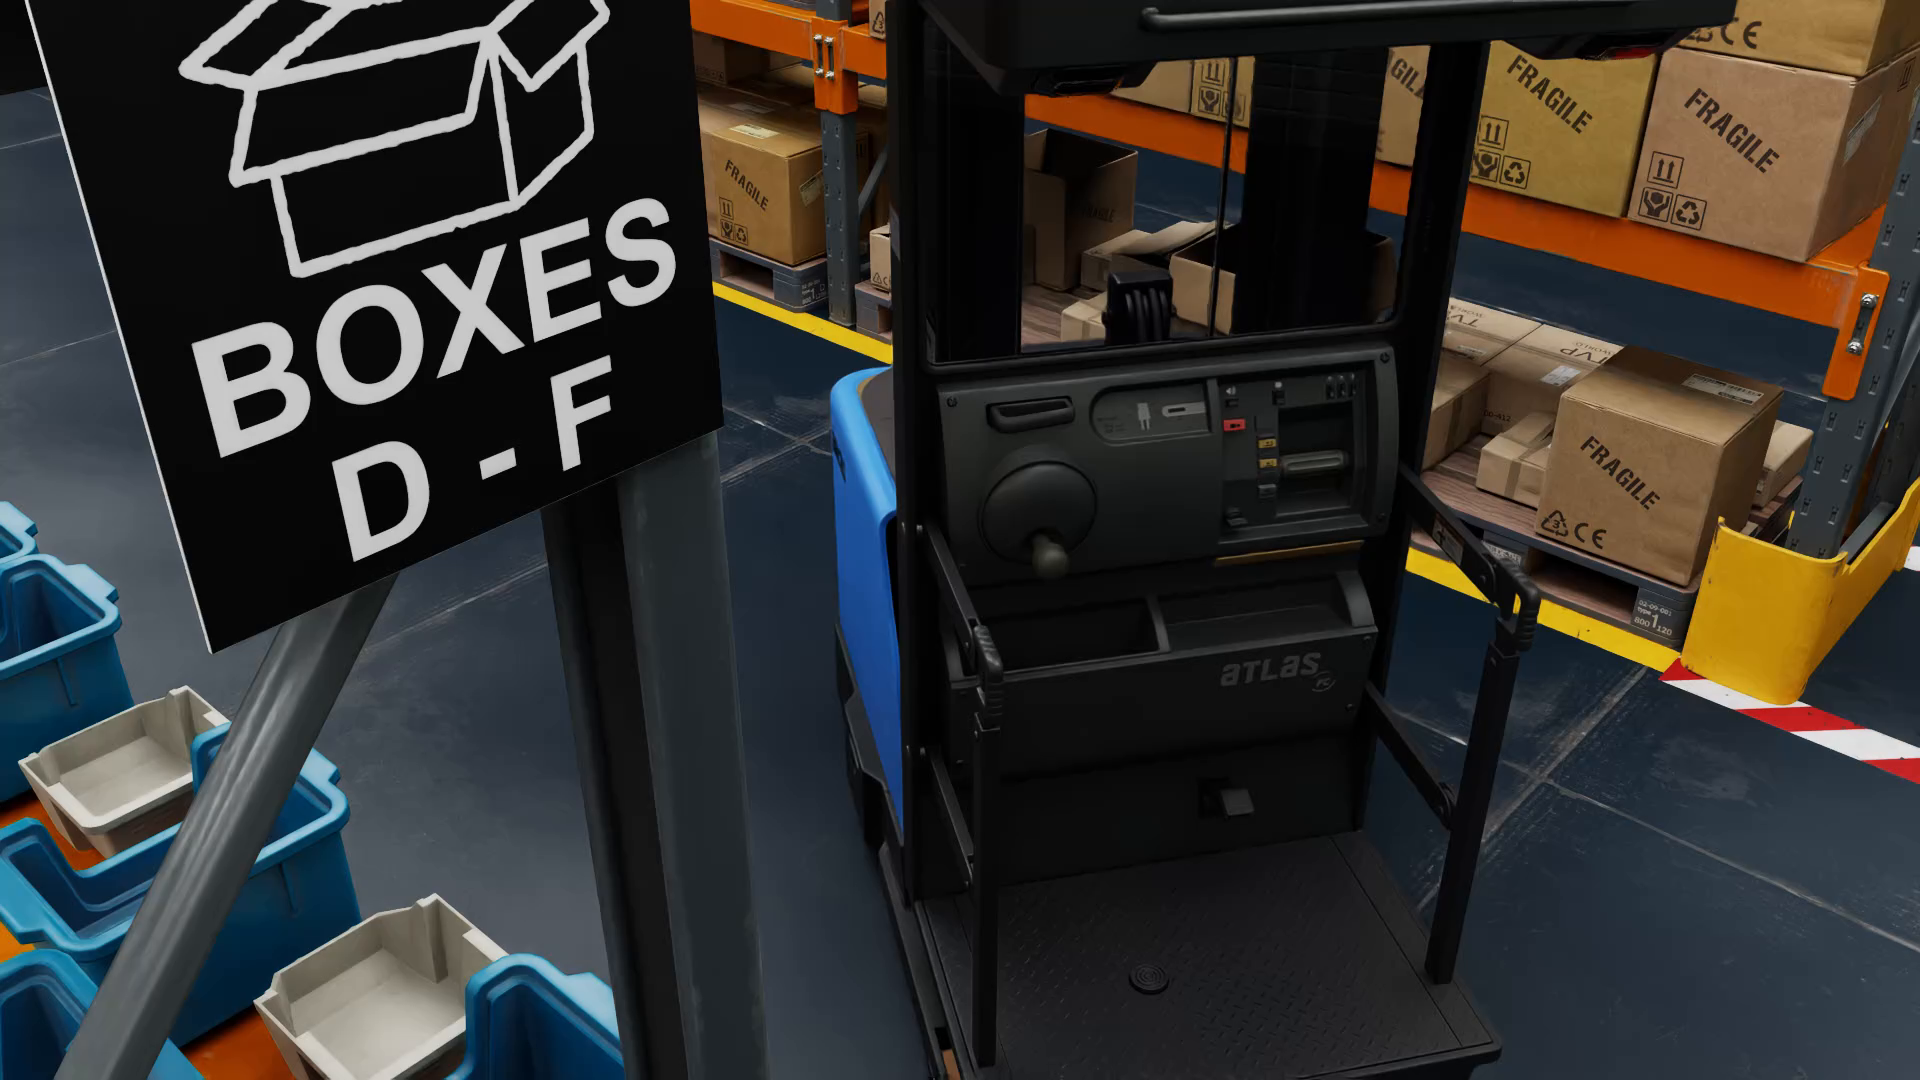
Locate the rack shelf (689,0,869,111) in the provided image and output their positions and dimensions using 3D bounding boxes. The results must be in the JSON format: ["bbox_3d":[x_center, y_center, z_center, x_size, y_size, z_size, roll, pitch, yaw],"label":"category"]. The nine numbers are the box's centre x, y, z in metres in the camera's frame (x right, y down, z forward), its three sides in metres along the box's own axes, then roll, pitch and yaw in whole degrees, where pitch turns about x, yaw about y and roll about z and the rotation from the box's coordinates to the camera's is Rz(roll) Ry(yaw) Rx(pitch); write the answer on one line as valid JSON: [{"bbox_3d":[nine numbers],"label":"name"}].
[{"bbox_3d":[-1.681,-2.805,8.198,4.000,0.370,1.077,25,39,35],"label":"rack shelf"}]

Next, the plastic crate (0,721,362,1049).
[{"bbox_3d":[-1.010,0.463,2.176,0.300,0.233,0.416,25,39,35],"label":"plastic crate"}]

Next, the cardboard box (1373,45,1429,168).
[{"bbox_3d":[1.499,-1.483,5.209,0.500,0.500,0.500,25,39,35],"label":"cardboard box"}]

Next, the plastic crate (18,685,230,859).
[{"bbox_3d":[-1.207,0.355,2.450,0.298,0.136,0.250,25,39,35],"label":"plastic crate"}]

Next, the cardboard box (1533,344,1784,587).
[{"bbox_3d":[2.199,-0.248,5.251,0.500,0.500,0.500,25,39,35],"label":"cardboard box"}]

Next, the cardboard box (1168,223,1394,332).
[{"bbox_3d":[1.198,-0.892,6.317,0.637,0.503,0.797,25,39,35],"label":"cardboard box"}]

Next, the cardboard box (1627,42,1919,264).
[{"bbox_3d":[2.252,-1.130,4.622,0.500,0.500,0.500,26,40,36],"label":"cardboard box"}]

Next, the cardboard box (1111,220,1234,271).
[{"bbox_3d":[0.970,-1.109,6.865,0.500,0.311,0.500,25,39,35],"label":"cardboard box"}]

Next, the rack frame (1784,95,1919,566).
[{"bbox_3d":[2.767,-1.037,4.564,0.127,3.000,1.000,25,39,35],"label":"rack frame"}]

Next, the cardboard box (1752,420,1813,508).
[{"bbox_3d":[2.687,-0.280,5.644,0.250,0.149,0.380,25,39,35],"label":"cardboard box"}]

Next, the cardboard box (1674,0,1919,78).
[{"bbox_3d":[2.253,-1.557,4.361,0.500,0.500,0.500,25,39,35],"label":"cardboard box"}]

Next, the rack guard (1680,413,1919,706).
[{"bbox_3d":[2.711,0.008,5.252,0.348,0.500,1.175,25,39,35],"label":"rack guard"}]

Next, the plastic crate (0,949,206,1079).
[{"bbox_3d":[-0.933,0.771,1.469,0.499,0.435,0.616,25,39,35],"label":"plastic crate"}]

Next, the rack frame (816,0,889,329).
[{"bbox_3d":[-0.199,-2.421,6.863,0.127,3.000,1.000,25,39,35],"label":"rack frame"}]

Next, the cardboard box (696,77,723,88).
[{"bbox_3d":[-1.162,-2.155,8.419,0.500,0.500,0.500,26,39,36],"label":"cardboard box"}]

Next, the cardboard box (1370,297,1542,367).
[{"bbox_3d":[1.813,-0.690,6.227,0.500,0.250,0.500,25,39,35],"label":"cardboard box"}]

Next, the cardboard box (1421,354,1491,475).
[{"bbox_3d":[1.514,-0.481,5.881,0.500,0.250,0.500,25,39,35],"label":"cardboard box"}]

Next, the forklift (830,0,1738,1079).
[{"bbox_3d":[0.469,-0.102,3.077,1.130,2.935,3.031,-7,32,-11],"label":"forklift"}]

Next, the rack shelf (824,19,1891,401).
[{"bbox_3d":[1.284,-1.421,5.899,4.000,0.370,1.077,25,39,35],"label":"rack shelf"}]

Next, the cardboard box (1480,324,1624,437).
[{"bbox_3d":[2.184,-0.517,5.939,0.500,0.250,0.500,25,39,35],"label":"cardboard box"}]

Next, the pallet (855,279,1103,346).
[{"bbox_3d":[0.310,-0.988,7.187,1.213,0.211,1.003,25,39,35],"label":"pallet"}]

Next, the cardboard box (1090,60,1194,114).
[{"bbox_3d":[0.748,-1.833,5.790,0.500,0.500,0.500,25,39,35],"label":"cardboard box"}]

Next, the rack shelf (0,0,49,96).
[{"bbox_3d":[-2.042,-0.813,1.981,4.000,0.370,1.077,25,39,35],"label":"rack shelf"}]

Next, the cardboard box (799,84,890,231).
[{"bbox_3d":[-0.394,-1.799,7.827,0.500,0.500,0.500,23,38,33],"label":"cardboard box"}]

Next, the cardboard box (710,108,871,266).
[{"bbox_3d":[-0.757,-1.600,7.496,0.500,0.500,0.500,25,39,35],"label":"cardboard box"}]

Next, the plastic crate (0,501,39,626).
[{"bbox_3d":[-1.720,0.131,2.728,0.300,0.233,0.416,25,39,35],"label":"plastic crate"}]

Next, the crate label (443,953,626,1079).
[{"bbox_3d":[-0.522,0.691,1.798,0.303,0.233,0.416,25,39,35],"label":"crate label"}]

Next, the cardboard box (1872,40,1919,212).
[{"bbox_3d":[2.615,-1.334,4.960,0.500,0.500,0.500,26,40,36],"label":"cardboard box"}]

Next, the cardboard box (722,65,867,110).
[{"bbox_3d":[-0.797,-1.979,8.127,0.500,0.500,0.500,26,39,36],"label":"cardboard box"}]

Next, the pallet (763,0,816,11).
[{"bbox_3d":[-0.718,-2.657,7.441,1.213,0.211,1.003,25,39,35],"label":"pallet"}]

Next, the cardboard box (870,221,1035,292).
[{"bbox_3d":[-0.033,-1.229,7.064,0.500,0.311,0.500,25,39,35],"label":"cardboard box"}]

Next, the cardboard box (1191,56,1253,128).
[{"bbox_3d":[1.126,-1.658,5.498,0.500,0.500,0.500,24,39,34],"label":"cardboard box"}]

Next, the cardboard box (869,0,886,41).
[{"bbox_3d":[-0.004,-2.183,6.371,0.500,0.500,0.500,26,40,36],"label":"cardboard box"}]

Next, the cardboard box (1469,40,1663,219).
[{"bbox_3d":[1.865,-1.309,4.918,0.500,0.500,0.500,25,39,35],"label":"cardboard box"}]

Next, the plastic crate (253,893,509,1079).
[{"bbox_3d":[-0.704,0.590,2.060,0.298,0.136,0.250,25,39,35],"label":"plastic crate"}]

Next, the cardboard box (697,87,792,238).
[{"bbox_3d":[-1.118,-1.774,7.786,0.500,0.500,0.500,25,39,35],"label":"cardboard box"}]

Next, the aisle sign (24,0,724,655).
[{"bbox_3d":[-0.307,-0.346,0.896,0.004,0.787,0.394,25,39,35],"label":"aisle sign"}]

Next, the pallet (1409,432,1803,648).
[{"bbox_3d":[2.119,-0.144,5.784,1.213,0.211,1.003,25,39,35],"label":"pallet"}]

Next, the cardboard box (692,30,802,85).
[{"bbox_3d":[-1.135,-2.466,8.209,0.500,0.250,0.500,25,39,35],"label":"cardboard box"}]

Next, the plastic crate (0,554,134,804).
[{"bbox_3d":[-1.498,0.235,2.555,0.300,0.233,0.416,25,39,35],"label":"plastic crate"}]

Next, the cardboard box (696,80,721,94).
[{"bbox_3d":[-1.489,-1.948,8.074,0.500,0.500,0.500,26,39,36],"label":"cardboard box"}]

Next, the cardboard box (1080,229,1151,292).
[{"bbox_3d":[0.732,-1.192,7.160,0.250,0.149,0.380,25,39,35],"label":"cardboard box"}]

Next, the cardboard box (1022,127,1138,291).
[{"bbox_3d":[0.414,-1.450,7.247,0.500,0.500,0.500,25,39,35],"label":"cardboard box"}]

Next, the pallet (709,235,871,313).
[{"bbox_3d":[-0.827,-1.493,8.026,1.213,0.211,1.003,25,39,35],"label":"pallet"}]

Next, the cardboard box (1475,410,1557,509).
[{"bbox_3d":[1.959,-0.280,5.627,0.250,0.166,0.380,25,39,35],"label":"cardboard box"}]

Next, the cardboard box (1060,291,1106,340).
[{"bbox_3d":[0.615,-0.872,6.611,0.250,0.166,0.380,25,39,35],"label":"cardboard box"}]
